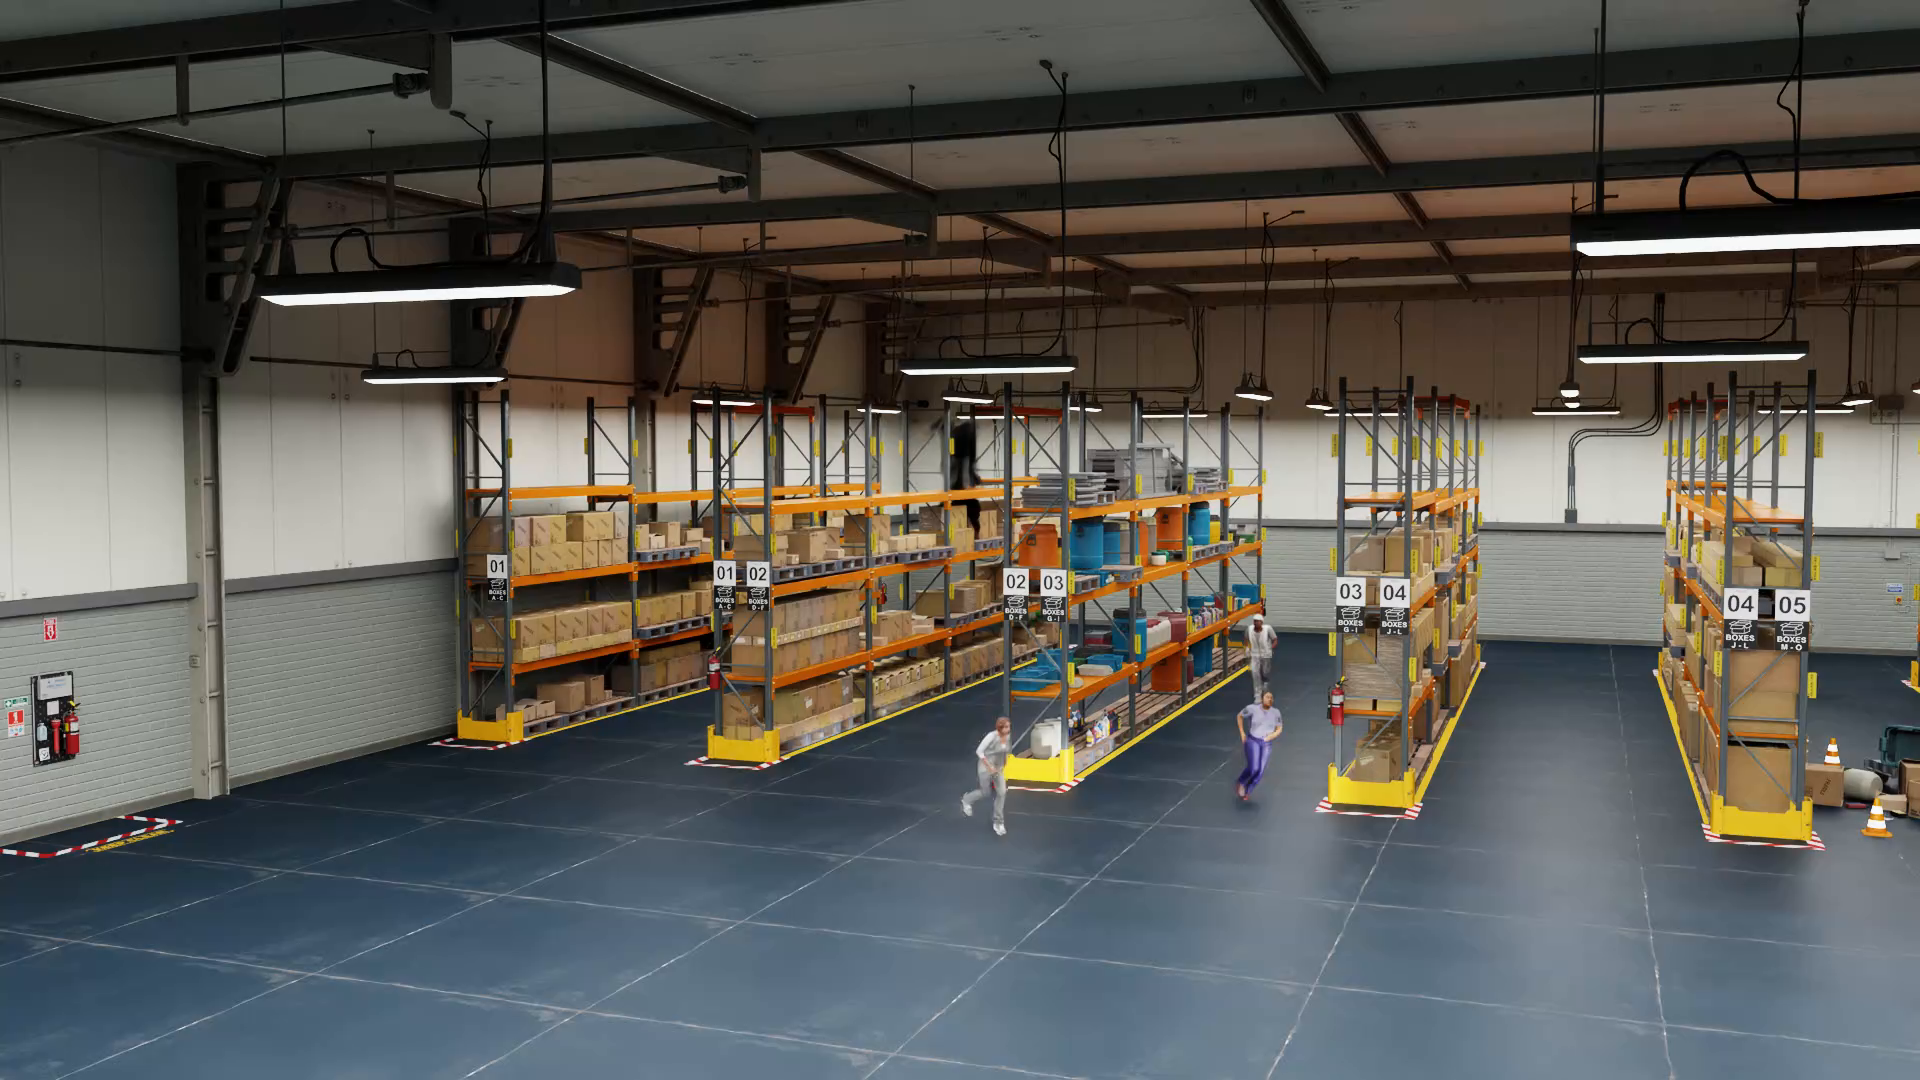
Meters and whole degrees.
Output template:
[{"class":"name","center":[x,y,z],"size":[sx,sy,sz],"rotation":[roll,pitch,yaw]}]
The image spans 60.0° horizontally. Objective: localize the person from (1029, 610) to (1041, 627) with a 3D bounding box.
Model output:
[{"class":"person","center":[2.106,1.712,44.185],"size":[0.646,1.730,0.767],"rotation":[-3,4,-39]}]

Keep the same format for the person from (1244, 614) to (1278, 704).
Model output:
[{"class":"person","center":[5.955,2.324,32.926],"size":[0.680,1.767,1.101],"rotation":[1,3,18]}]

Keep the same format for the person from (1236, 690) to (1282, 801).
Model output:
[{"class":"person","center":[4.256,2.915,23.582],"size":[0.610,1.594,0.578],"rotation":[-1,3,-11]}]

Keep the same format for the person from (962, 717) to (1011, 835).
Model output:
[{"class":"person","center":[0.351,3.052,21.874],"size":[0.559,1.549,0.896],"rotation":[-3,4,-44]}]
